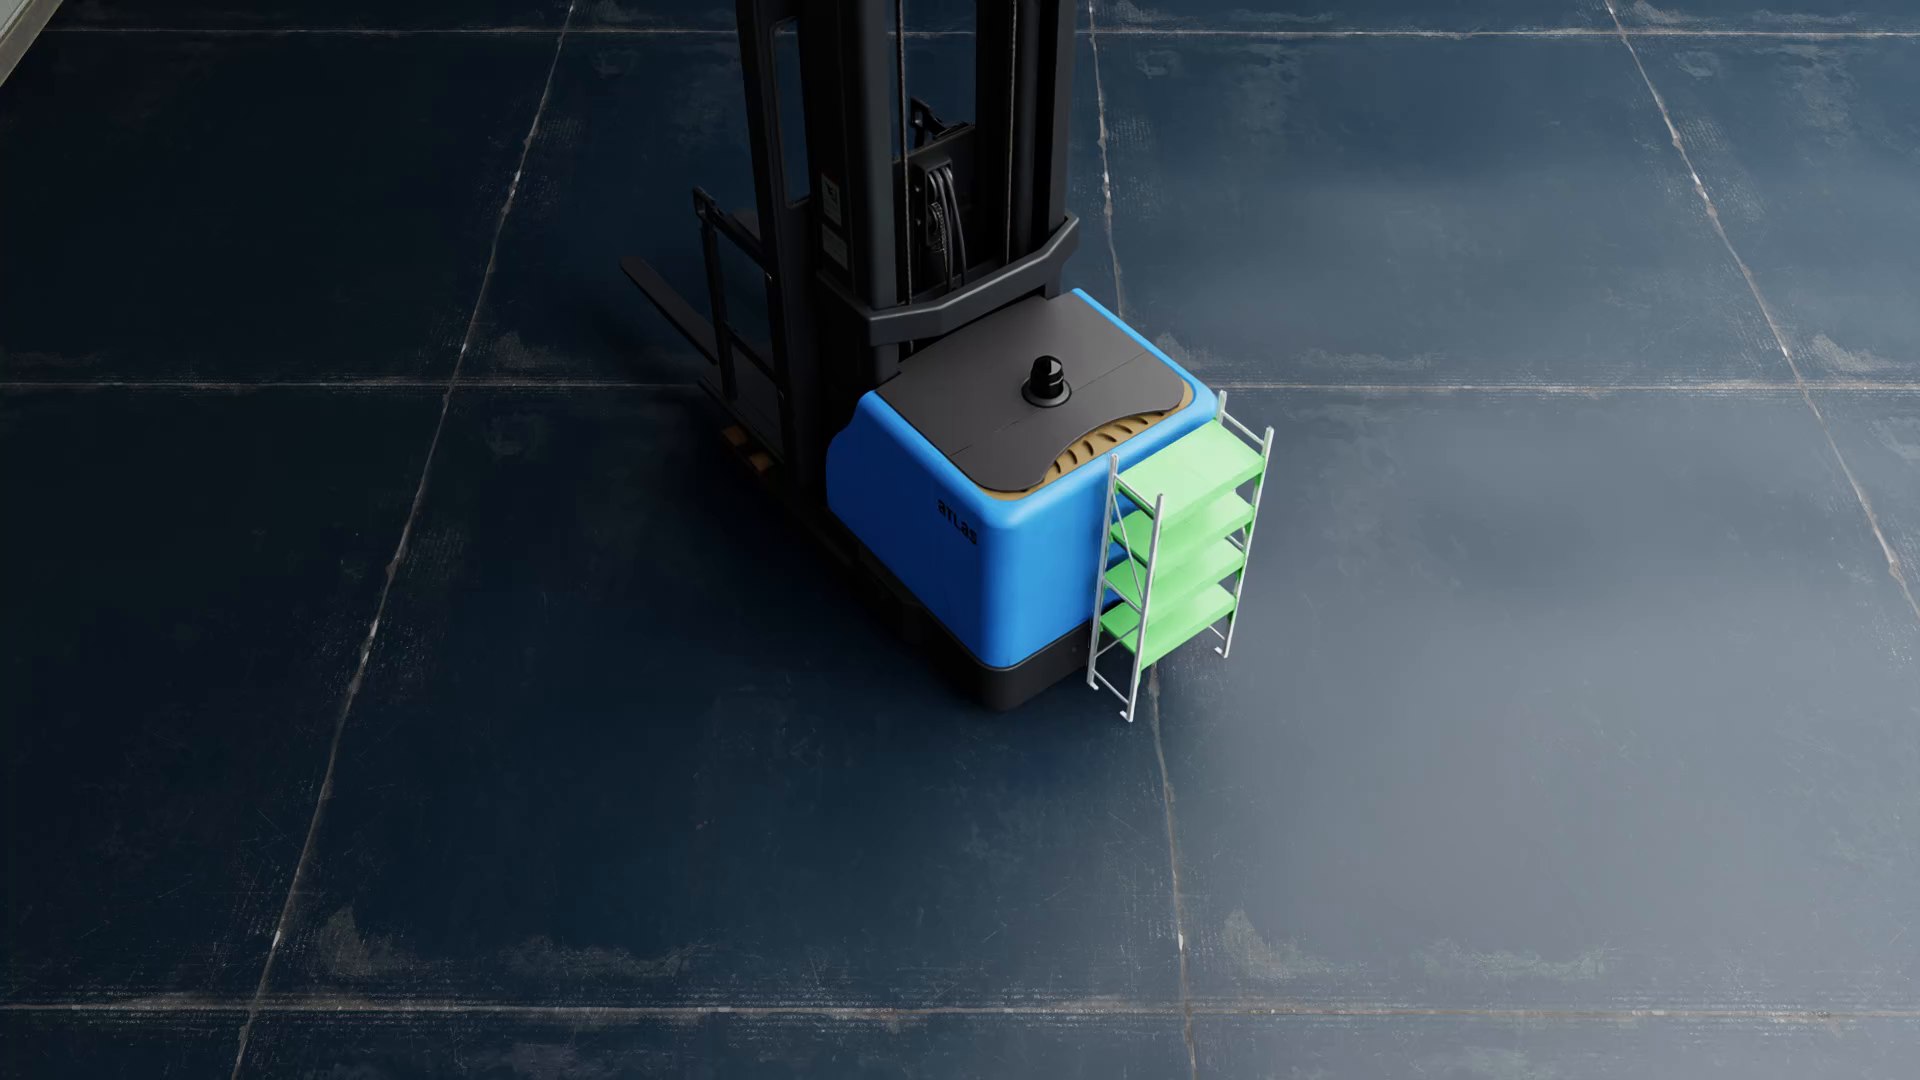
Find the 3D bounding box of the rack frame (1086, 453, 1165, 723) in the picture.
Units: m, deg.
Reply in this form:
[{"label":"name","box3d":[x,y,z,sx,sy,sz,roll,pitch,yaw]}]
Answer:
[{"label":"rack frame","box3d":[0.561,0.196,5.745,0.015,1.200,0.240,-30,55,-25]}]

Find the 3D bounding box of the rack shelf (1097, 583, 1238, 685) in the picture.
[{"label":"rack shelf","box3d":[0.750,0.290,6.073,0.480,0.148,0.258,-30,55,-25]}]

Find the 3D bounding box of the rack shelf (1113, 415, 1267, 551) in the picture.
[{"label":"rack shelf","box3d":[0.756,-0.194,5.540,0.480,0.148,0.258,-30,55,-25]}]

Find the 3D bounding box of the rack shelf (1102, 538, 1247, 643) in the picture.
[{"label":"rack shelf","box3d":[0.752,0.129,5.895,0.480,0.148,0.258,-30,55,-25]}]

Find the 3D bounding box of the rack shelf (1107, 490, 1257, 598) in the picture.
[{"label":"rack shelf","box3d":[0.754,-0.033,5.718,0.480,0.148,0.258,-30,55,-25]}]

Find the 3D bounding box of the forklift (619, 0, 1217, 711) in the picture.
[{"label":"forklift","box3d":[-0.382,-1.405,6.055,1.130,2.935,3.031,-29,54,-24]}]

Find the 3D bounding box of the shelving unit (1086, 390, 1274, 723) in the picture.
[{"label":"shelving unit","box3d":[0.752,0.086,5.848,0.503,1.200,0.258,-30,55,-25]}]

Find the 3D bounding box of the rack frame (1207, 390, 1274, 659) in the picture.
[{"label":"rack frame","box3d":[0.944,-0.025,5.951,0.015,1.200,0.240,-30,55,-25]}]
